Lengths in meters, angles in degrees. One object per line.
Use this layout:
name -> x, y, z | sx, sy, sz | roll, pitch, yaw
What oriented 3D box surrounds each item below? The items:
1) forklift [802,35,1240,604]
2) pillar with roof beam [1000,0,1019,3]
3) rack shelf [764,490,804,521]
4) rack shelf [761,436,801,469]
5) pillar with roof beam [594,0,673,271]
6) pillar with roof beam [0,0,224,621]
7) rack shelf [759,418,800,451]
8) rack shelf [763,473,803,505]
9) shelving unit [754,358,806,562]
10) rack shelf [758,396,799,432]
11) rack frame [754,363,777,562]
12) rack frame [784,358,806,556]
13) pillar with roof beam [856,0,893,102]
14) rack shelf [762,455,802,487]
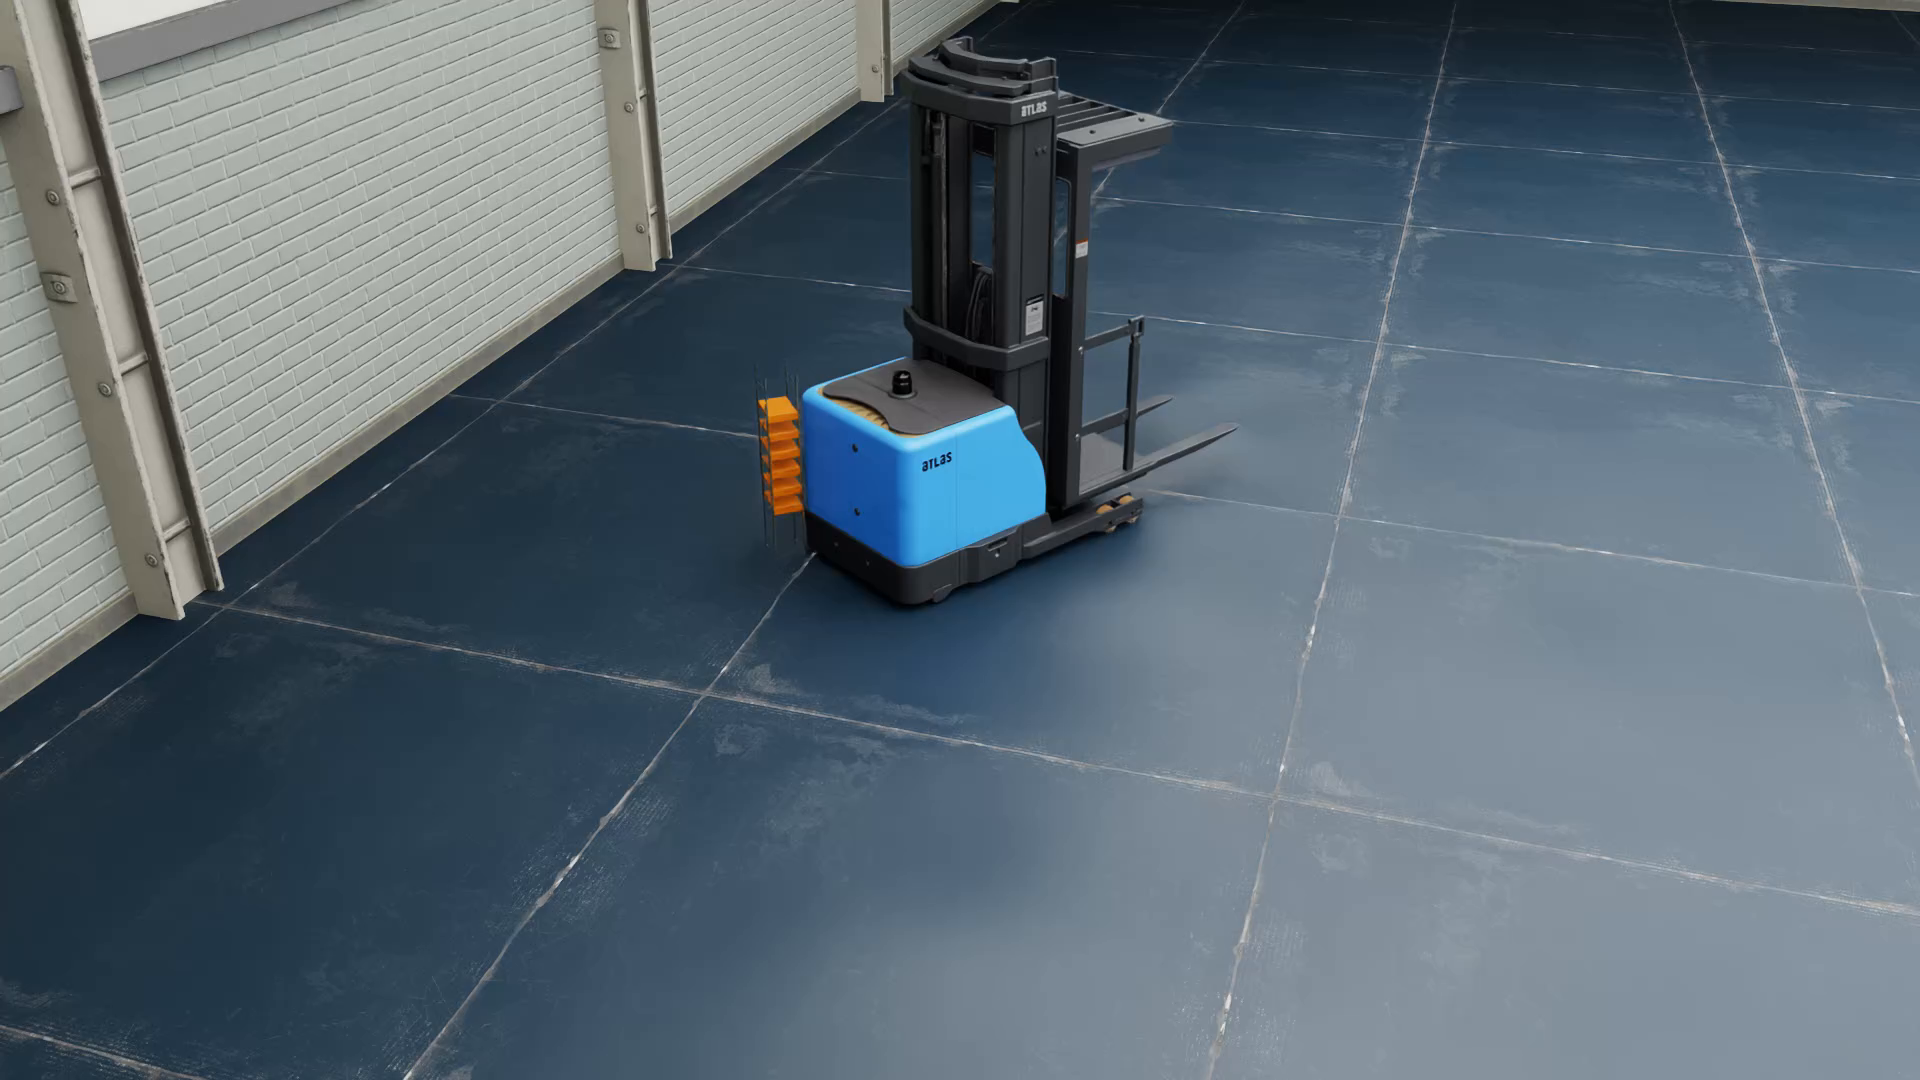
forklift -> 0.518, -1.503, 9.936 | 3.031, 2.935, 1.130 | -23, 36, -35
pillar with roof beam -> 4.881, -11.340, 21.379 | 9.100, 9.000, 0.400 | 8, 30, 15
rack shelf -> -1.061, -0.214, 9.986 | 0.180, 0.103, 0.258 | -11, 31, -18
rack shelf -> -1.062, -0.529, 9.811 | 0.180, 0.103, 0.258 | -11, 31, -18
pillar with roof beam -> 1.359, -5.764, 11.354 | 9.100, 9.000, 0.400 | 8, 30, 15
pillar with roof beam -> -0.402, -2.975, 6.342 | 9.100, 9.000, 0.400 | 8, 30, 15
rack shelf -> -1.062, -0.634, 9.753 | 0.180, 0.103, 0.258 | -11, 31, -18
rack shelf -> -1.061, -0.319, 9.928 | 0.180, 0.103, 0.258 | -11, 31, -18
shelving unit -> -1.062, -0.463, 9.848 | 0.189, 1.200, 0.258 | -11, 31, -18
rack shelf -> -1.062, -0.739, 9.694 | 0.180, 0.103, 0.258 | -11, 31, -18
rack frame -> -1.147, -0.447, 9.819 | 0.006, 1.200, 0.240 | -11, 31, -18
rack frame -> -0.976, -0.479, 9.876 | 0.006, 1.200, 0.240 | -11, 31, -18
pillar with roof beam -> 3.120, -8.552, 16.366 | 9.100, 9.000, 0.400 | 8, 30, 15
rack shelf -> -1.062, -0.424, 9.869 | 0.180, 0.103, 0.258 | -11, 31, -18
